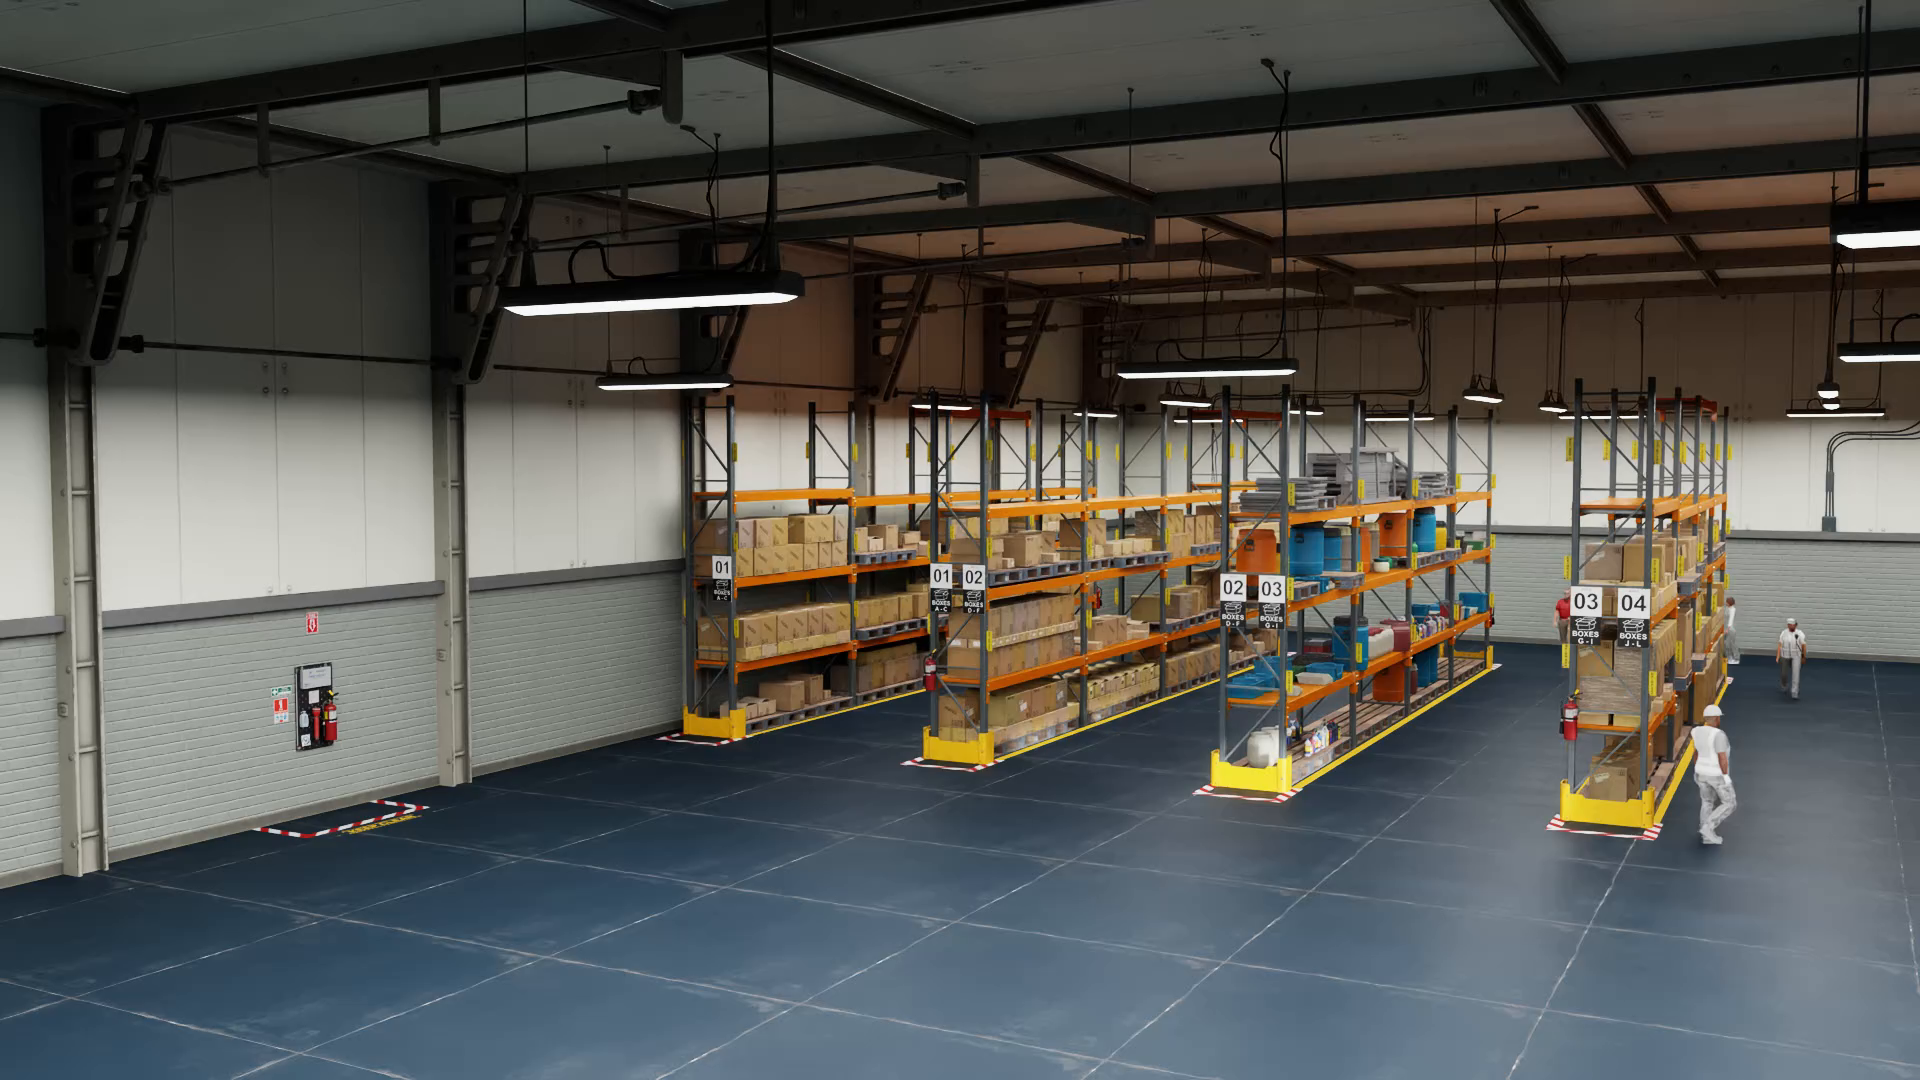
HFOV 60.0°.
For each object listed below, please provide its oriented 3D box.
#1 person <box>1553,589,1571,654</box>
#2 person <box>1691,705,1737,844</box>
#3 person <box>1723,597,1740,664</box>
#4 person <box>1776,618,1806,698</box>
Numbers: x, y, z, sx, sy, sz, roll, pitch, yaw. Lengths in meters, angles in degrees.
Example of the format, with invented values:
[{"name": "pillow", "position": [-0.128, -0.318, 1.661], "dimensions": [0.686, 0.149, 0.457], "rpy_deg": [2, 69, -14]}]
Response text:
[{"name": "person", "position": [14.771, 2.029, 40.438], "dimensions": [0.641, 1.664, 1.099], "rpy_deg": [1, 3, 25]}, {"name": "person", "position": [9.580, 3.001, 21.237], "dimensions": [0.508, 1.777, 0.668], "rpy_deg": [-1, 3, -16]}, {"name": "person", "position": [18.148, 2.149, 39.200], "dimensions": [0.488, 1.636, 0.441], "rpy_deg": [0, 3, 5]}, {"name": "person", "position": [17.024, 2.388, 34.049], "dimensions": [0.546, 1.594, 1.043], "rpy_deg": [2, 3, 28]}]
